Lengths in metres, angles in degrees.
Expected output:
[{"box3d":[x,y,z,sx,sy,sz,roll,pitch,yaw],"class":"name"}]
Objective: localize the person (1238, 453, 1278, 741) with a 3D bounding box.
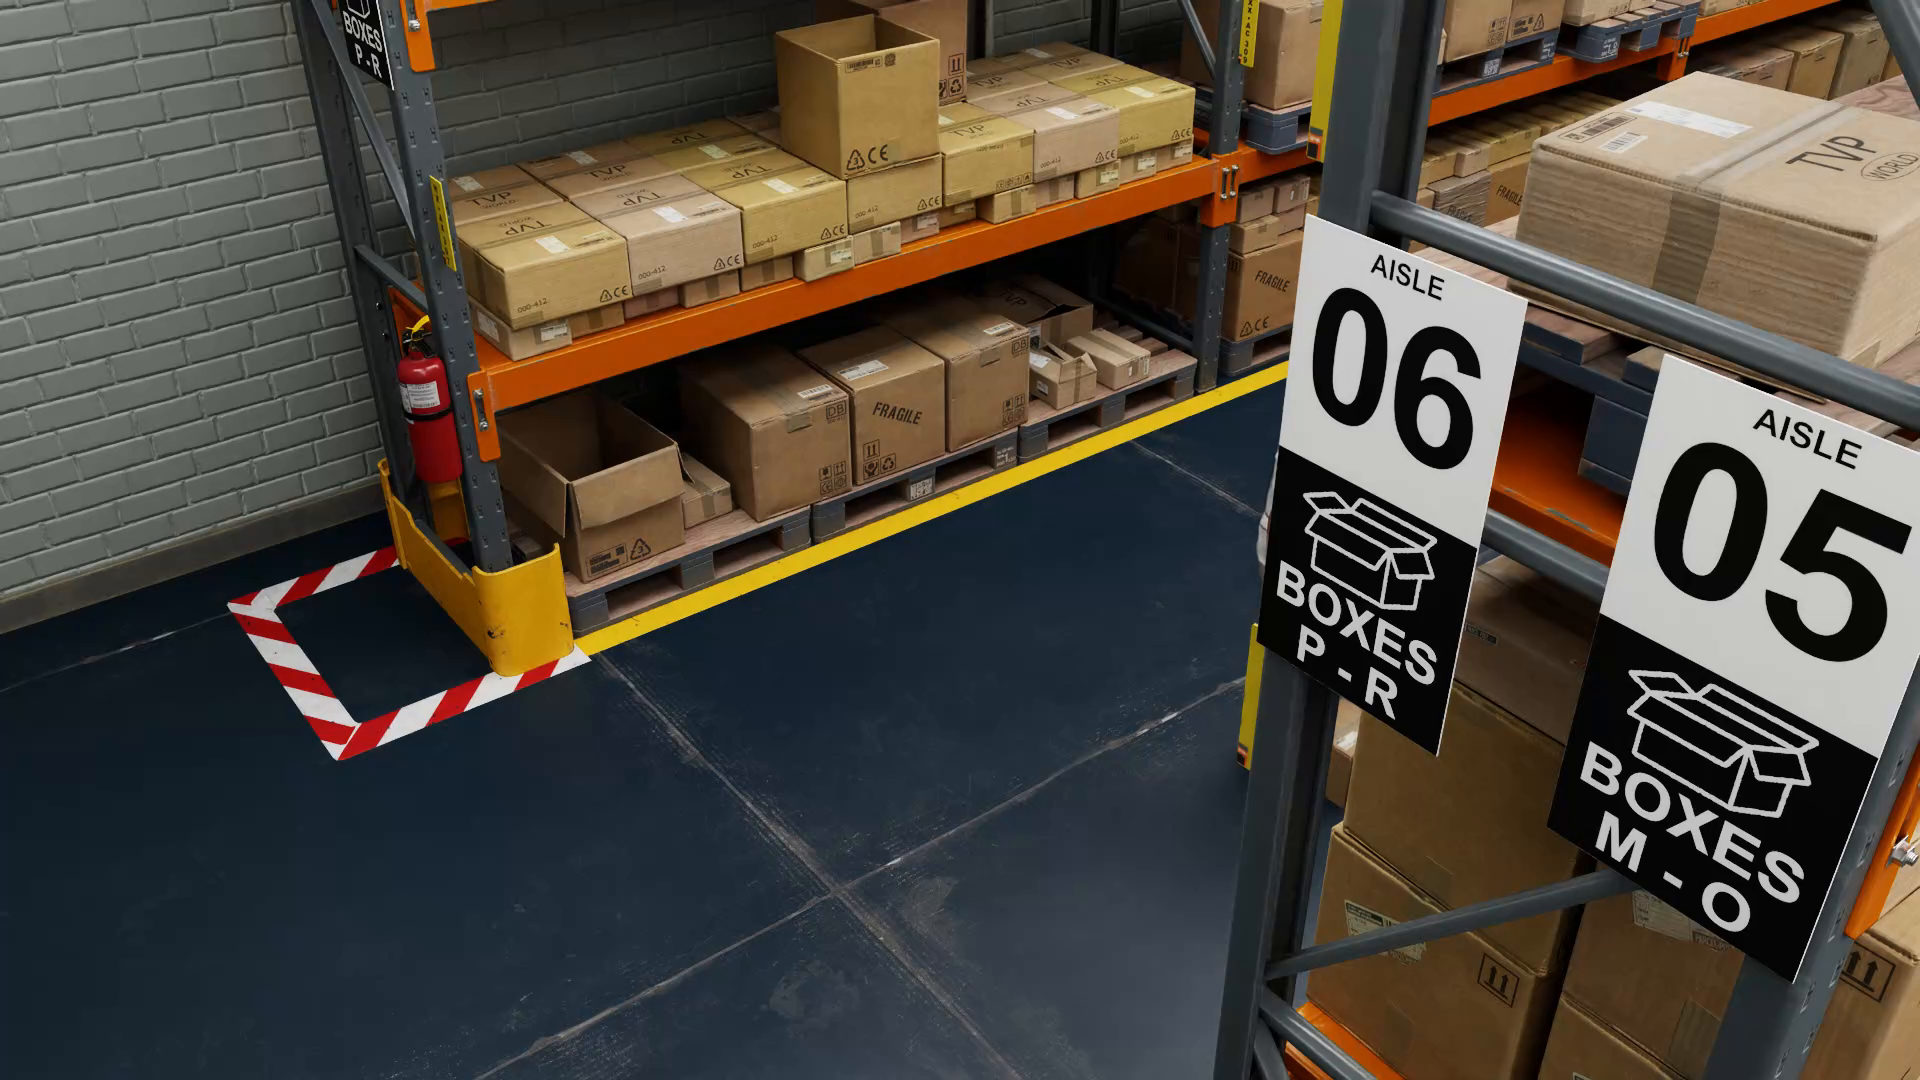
[{"box3d":[1.284,0.112,5.964,0.515,1.655,0.426,-24,40,-33],"class":"person"}]
